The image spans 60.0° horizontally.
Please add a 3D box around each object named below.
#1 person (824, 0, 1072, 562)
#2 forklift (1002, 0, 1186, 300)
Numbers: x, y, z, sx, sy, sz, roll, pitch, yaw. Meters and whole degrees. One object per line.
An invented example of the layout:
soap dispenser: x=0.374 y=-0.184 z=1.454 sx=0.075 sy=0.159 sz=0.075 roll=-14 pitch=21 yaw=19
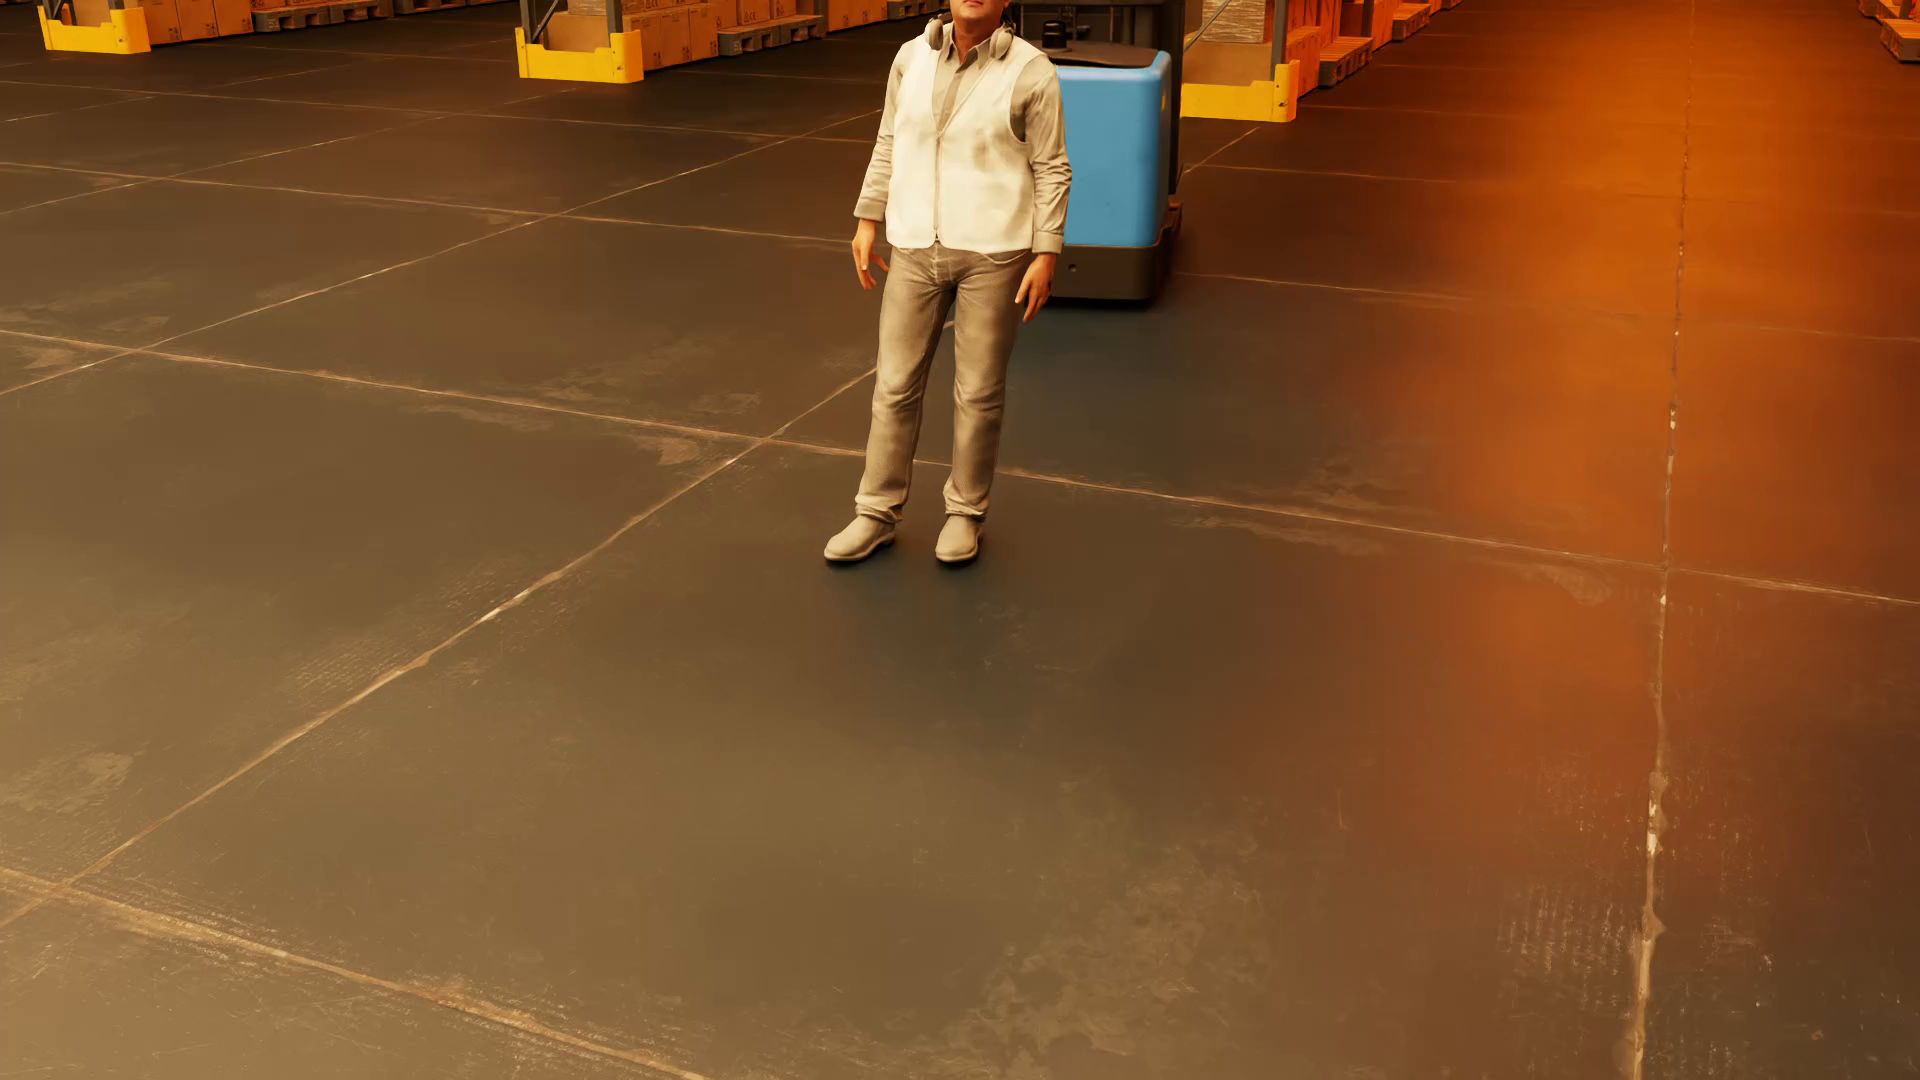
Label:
person: x=-0.031 y=-0.805 z=4.698 sx=0.632 sy=1.773 sz=0.568 roll=9 pitch=24 yaw=21
forklift: x=0.615 y=-2.968 z=8.394 sx=1.130 sy=2.935 sz=3.031 roll=4 pitch=23 yaw=9
